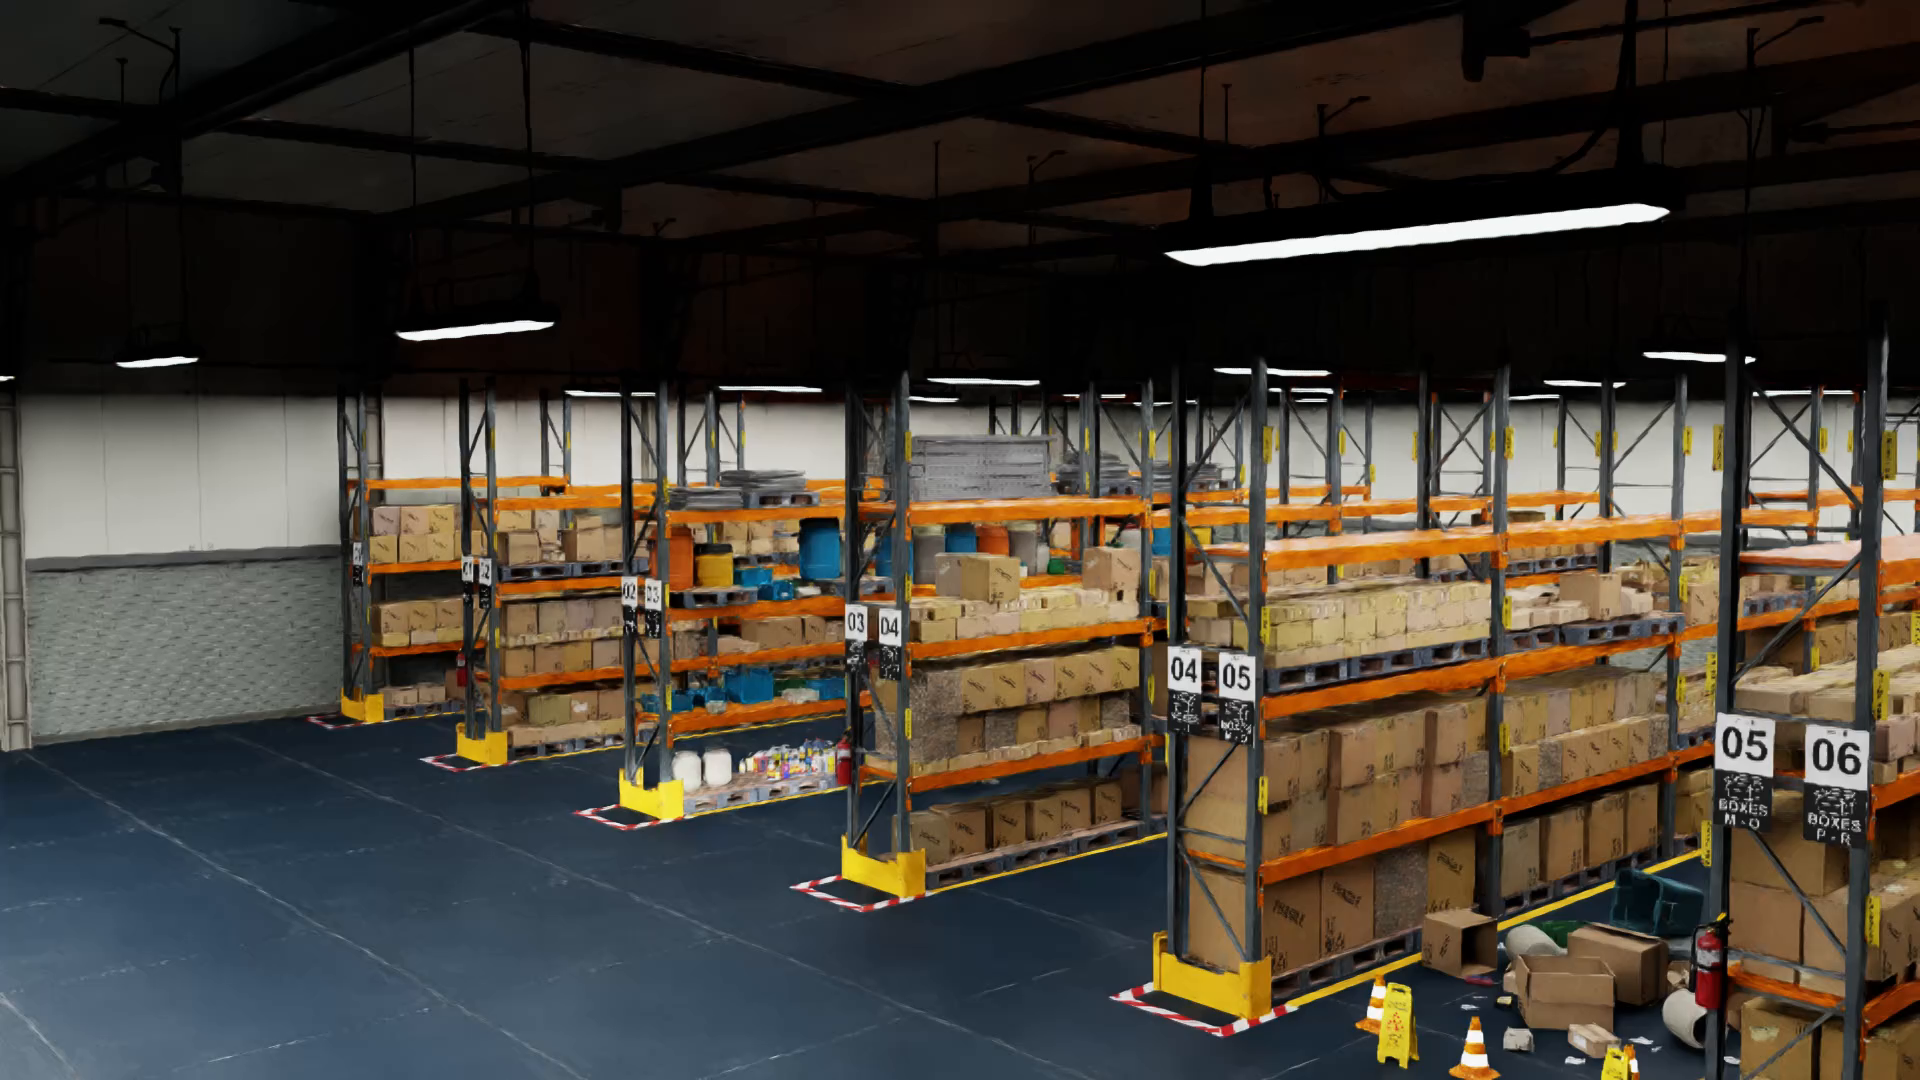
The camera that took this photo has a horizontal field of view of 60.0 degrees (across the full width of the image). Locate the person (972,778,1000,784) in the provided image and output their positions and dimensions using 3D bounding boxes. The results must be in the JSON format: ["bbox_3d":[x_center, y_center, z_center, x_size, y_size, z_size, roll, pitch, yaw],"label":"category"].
[{"bbox_3d":[0.372,2.688,24.265,0.457,1.763,0.609,1,4,22],"label":"person"}]
